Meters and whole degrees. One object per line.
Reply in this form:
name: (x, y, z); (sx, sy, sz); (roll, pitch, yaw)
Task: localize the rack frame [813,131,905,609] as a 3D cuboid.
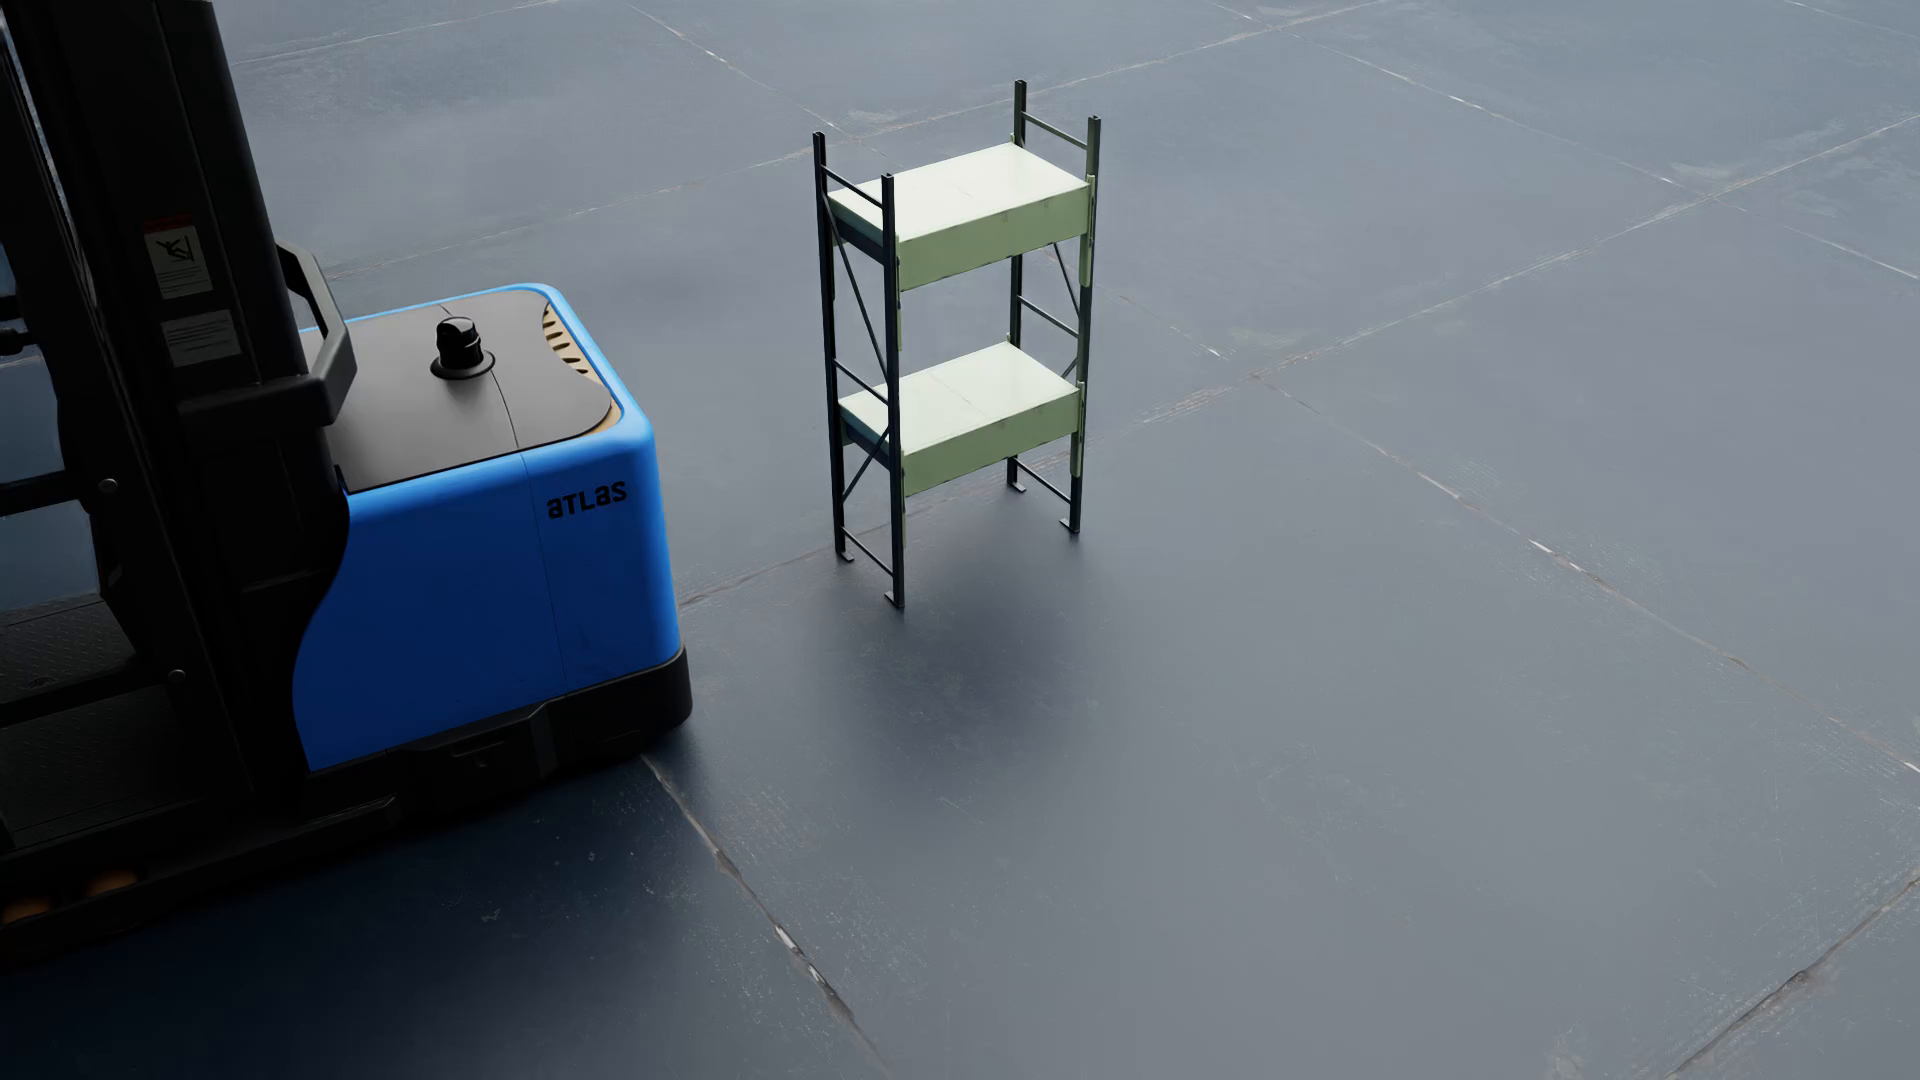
rack frame: (-0.305, -0.484, 5.138); (0.023, 1.500, 0.400); (-22, 41, -28)

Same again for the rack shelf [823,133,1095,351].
rack shelf: (-0.005, -0.923, 5.081); (0.720, 0.370, 0.431); (-22, 41, -28)

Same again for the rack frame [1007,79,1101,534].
rack frame: (0.294, -0.730, 5.480); (0.023, 1.500, 0.400); (-22, 41, -28)

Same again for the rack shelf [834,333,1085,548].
rack shelf: (-0.005, -0.342, 5.499); (0.720, 0.370, 0.431); (-22, 41, -28)

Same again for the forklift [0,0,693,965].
forklift: (-2.343, -0.471, 3.894); (3.031, 2.935, 1.130); (-17, 39, -22)

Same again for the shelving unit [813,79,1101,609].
shelving unit: (-0.005, -0.607, 5.309); (0.755, 1.500, 0.431); (-22, 41, -28)
